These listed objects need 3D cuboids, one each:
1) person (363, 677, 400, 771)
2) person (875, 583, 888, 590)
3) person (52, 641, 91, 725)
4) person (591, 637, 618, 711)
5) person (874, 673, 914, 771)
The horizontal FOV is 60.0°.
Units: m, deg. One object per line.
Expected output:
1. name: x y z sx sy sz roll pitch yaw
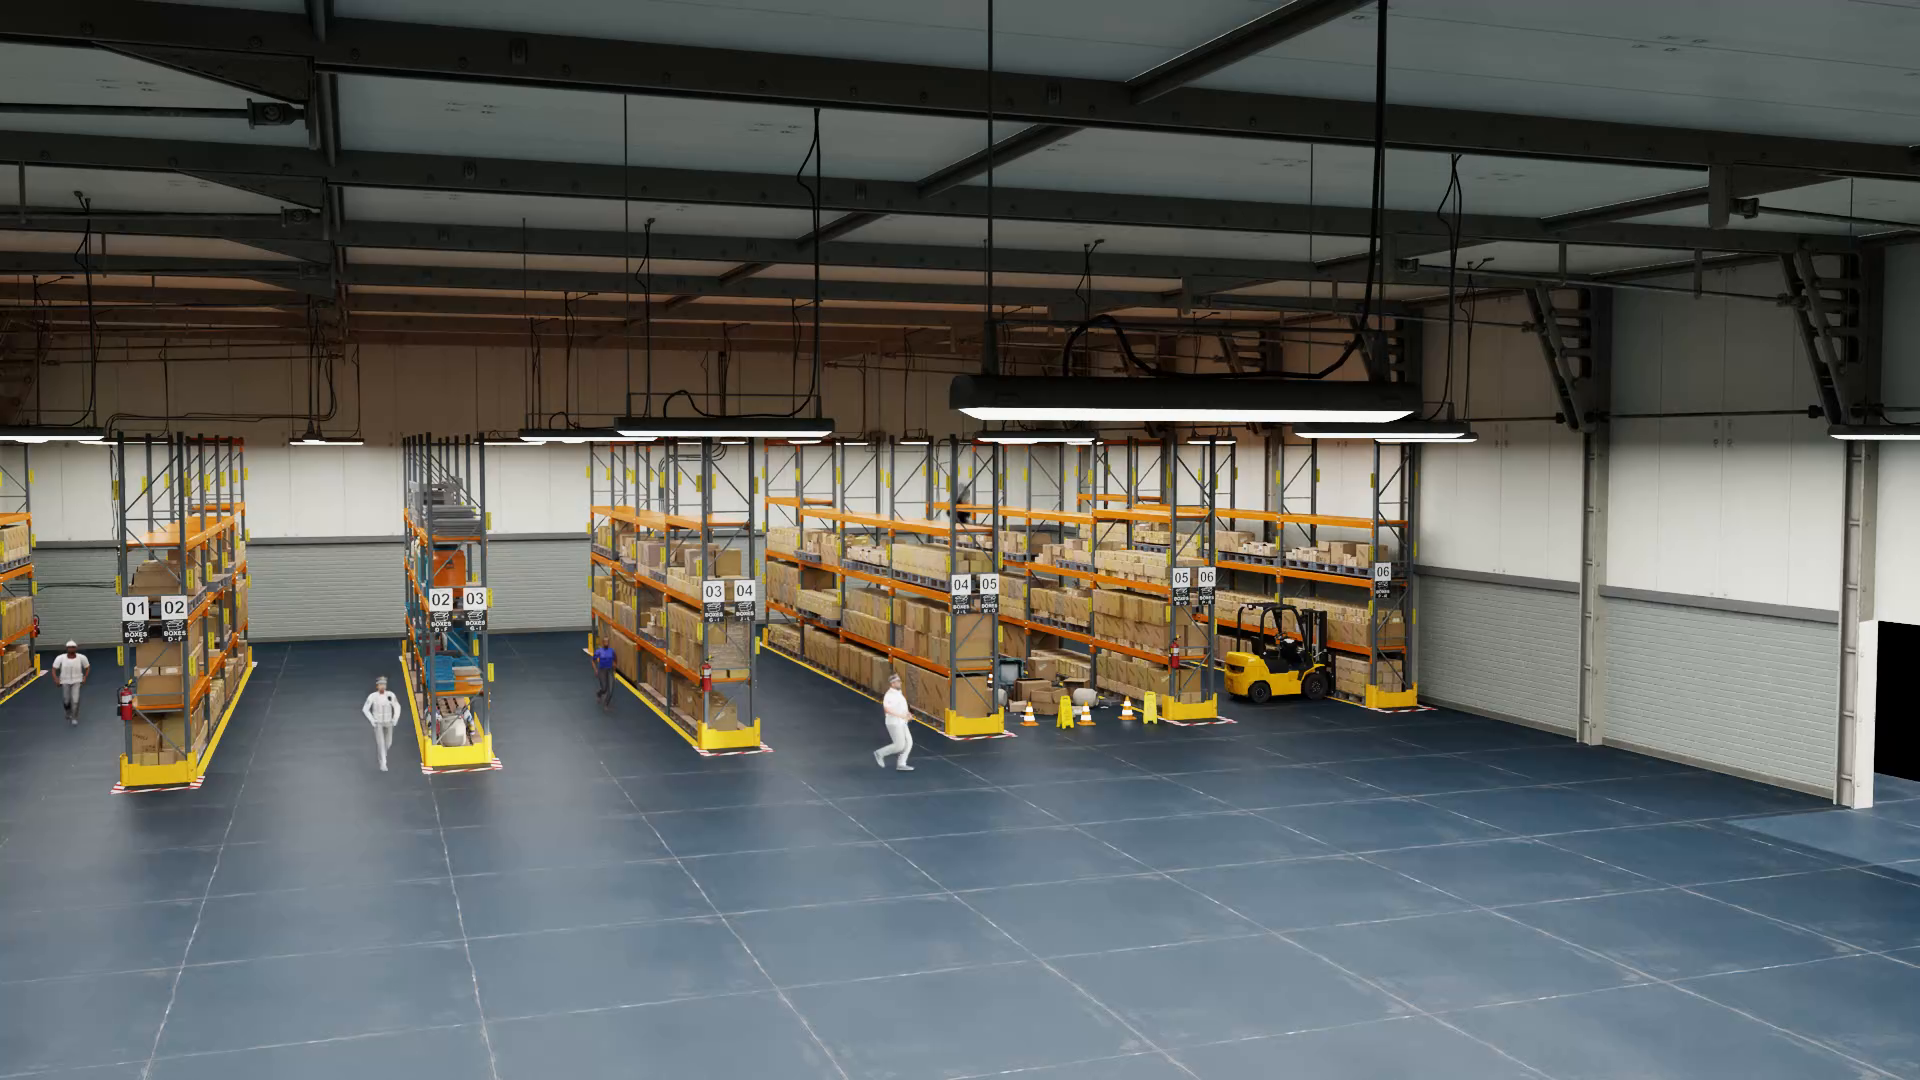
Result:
1. person: -10.339 3.260 29.734 0.648 1.674 0.612 -2 4 -31
2. person: -2.409 1.754 50.898 0.769 1.770 0.670 -1 3 -13
3. person: -18.424 2.952 34.484 0.713 1.728 0.558 -2 4 -27
4. person: -7.722 2.915 36.257 0.575 1.611 0.559 -2 4 -31
5. person: -1.155 3.223 29.437 0.697 1.724 0.668 1 3 14
